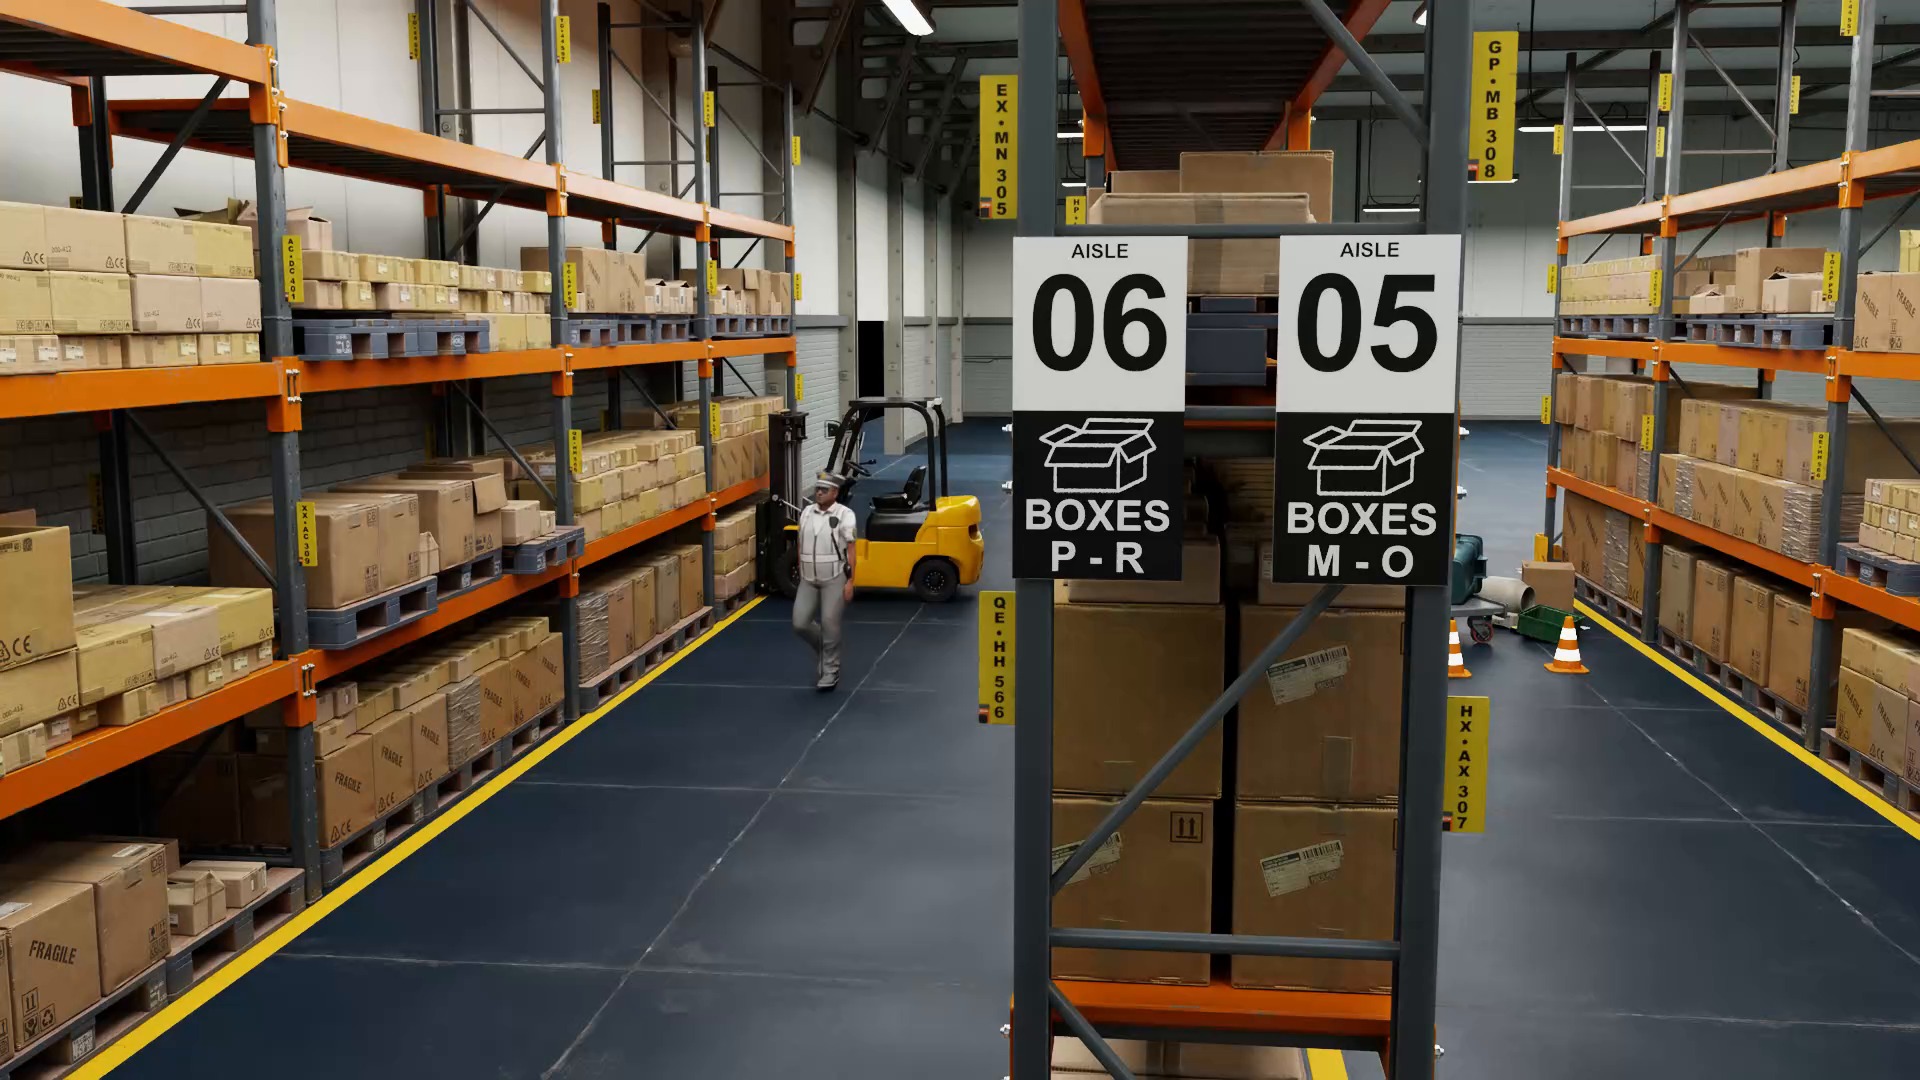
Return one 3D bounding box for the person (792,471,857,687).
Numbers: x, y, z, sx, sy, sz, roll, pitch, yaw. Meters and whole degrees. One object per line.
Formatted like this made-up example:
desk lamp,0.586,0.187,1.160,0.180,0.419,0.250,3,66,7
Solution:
person,-1.104,0.307,13.701,0.537,1.757,0.558,3,8,21
